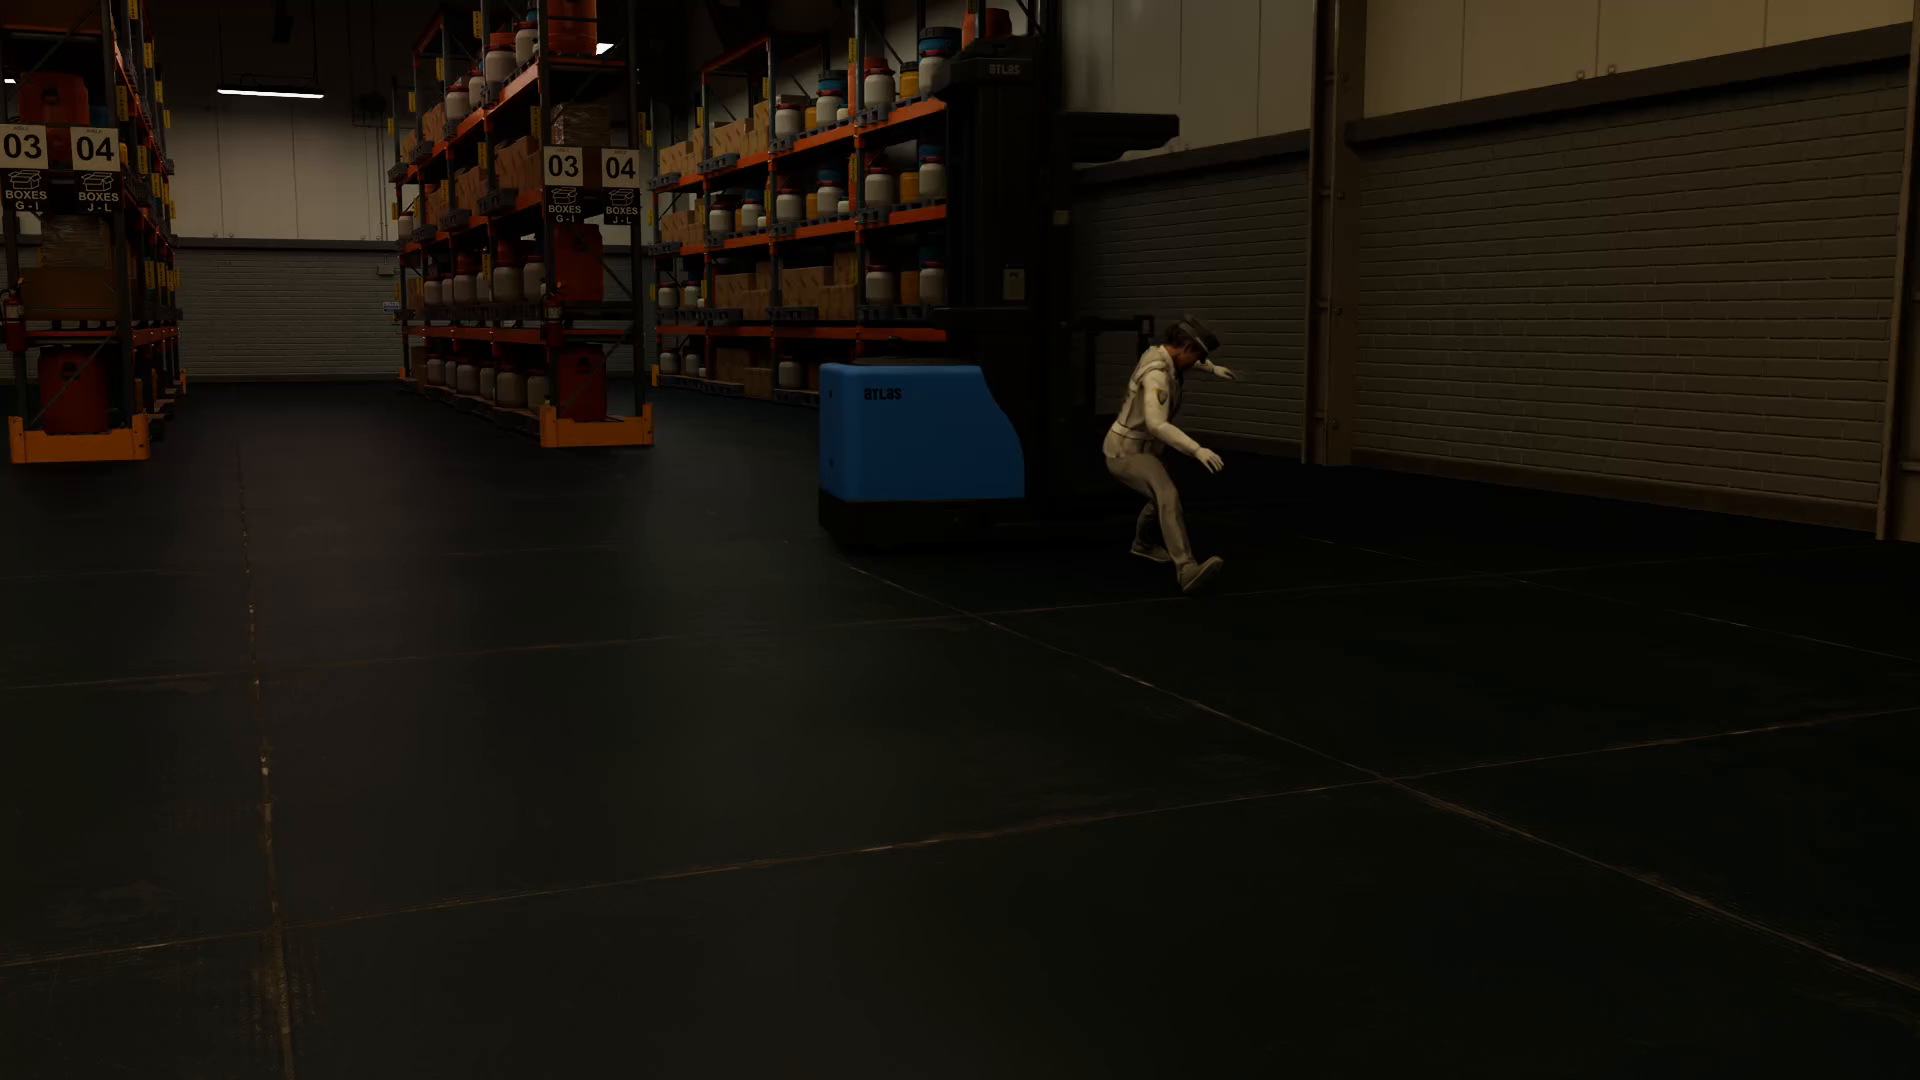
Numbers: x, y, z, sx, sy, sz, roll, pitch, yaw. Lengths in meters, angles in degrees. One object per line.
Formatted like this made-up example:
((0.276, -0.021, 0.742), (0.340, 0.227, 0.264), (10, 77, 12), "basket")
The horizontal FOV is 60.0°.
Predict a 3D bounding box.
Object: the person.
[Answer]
((1.108, -0.476, 8.537), (0.797, 1.364, 1.250), (3, 8, 23), "person")

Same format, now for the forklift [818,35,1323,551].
((0.695, -1.468, 10.078), (3.031, 2.935, 1.130), (-2, 8, -13), "forklift")
